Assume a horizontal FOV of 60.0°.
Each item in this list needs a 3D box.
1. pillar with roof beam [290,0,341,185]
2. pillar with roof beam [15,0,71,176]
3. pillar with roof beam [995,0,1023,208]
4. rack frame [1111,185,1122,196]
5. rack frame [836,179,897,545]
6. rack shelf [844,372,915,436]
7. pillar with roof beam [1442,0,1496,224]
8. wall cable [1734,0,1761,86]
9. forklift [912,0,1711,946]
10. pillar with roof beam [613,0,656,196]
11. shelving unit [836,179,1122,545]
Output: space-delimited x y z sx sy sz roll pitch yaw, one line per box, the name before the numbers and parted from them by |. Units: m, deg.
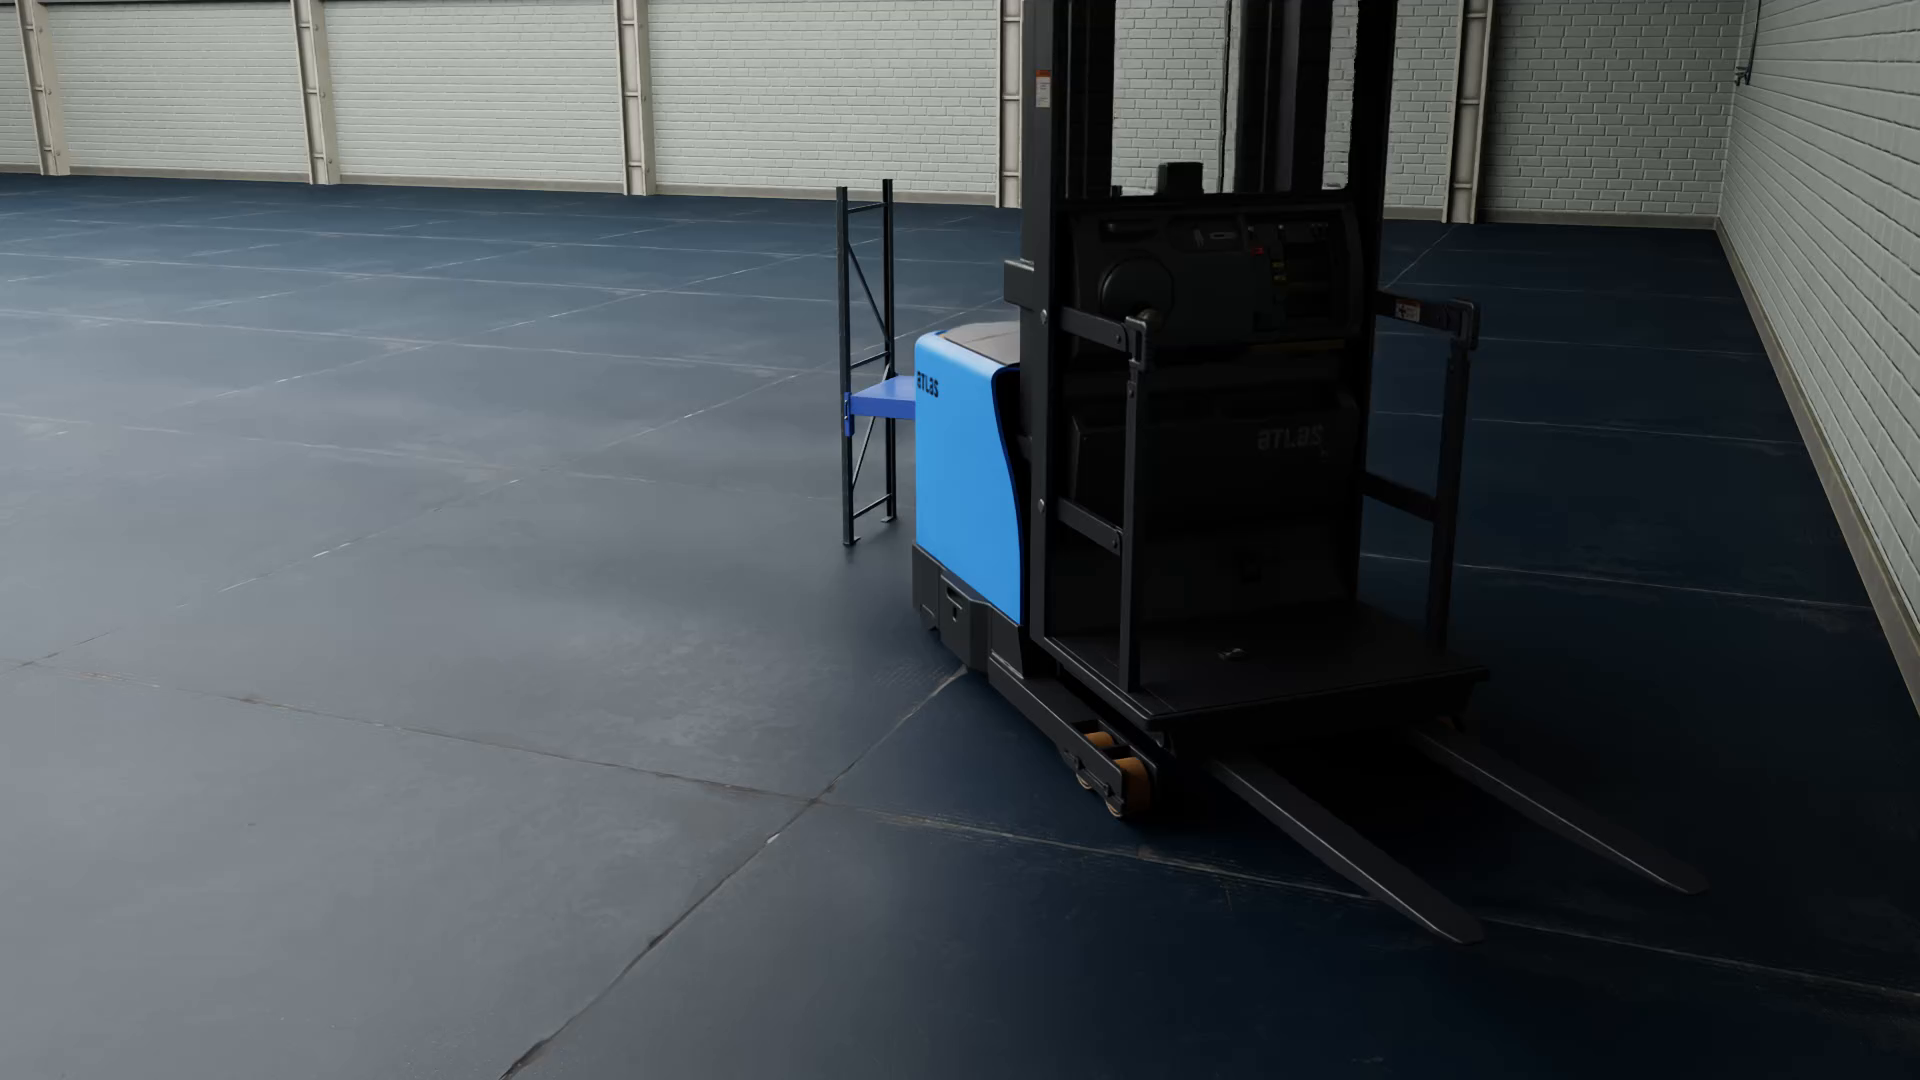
pillar with roof beam | -12.013 -9.066 22.260 0.400 9.000 9.100 6 17 21
pillar with roof beam | -17.594 -9.679 24.374 0.400 9.000 9.100 6 17 21
pillar with roof beam | -0.850 -7.838 18.032 0.400 9.000 9.100 6 17 21
rack frame | 0.552 -0.660 6.755 0.032 1.500 0.500 6 17 21
rack frame | -0.394 -0.764 7.114 0.032 1.500 0.500 6 17 21
rack shelf | 0.079 -0.539 6.985 1.000 0.185 0.538 6 17 21
pillar with roof beam | 4.732 -7.224 15.918 0.400 9.000 9.100 6 17 21
wall cable | 8.567 -6.205 17.977 0.112 2.526 3.097 6 17 21
forklift | 0.823 -0.777 4.594 1.130 2.935 3.031 -6 17 -20
pillar with roof beam | -6.431 -8.452 20.146 0.400 9.000 9.100 6 17 21
shelving unit | 0.079 -0.712 6.934 1.048 1.500 0.538 6 17 21
